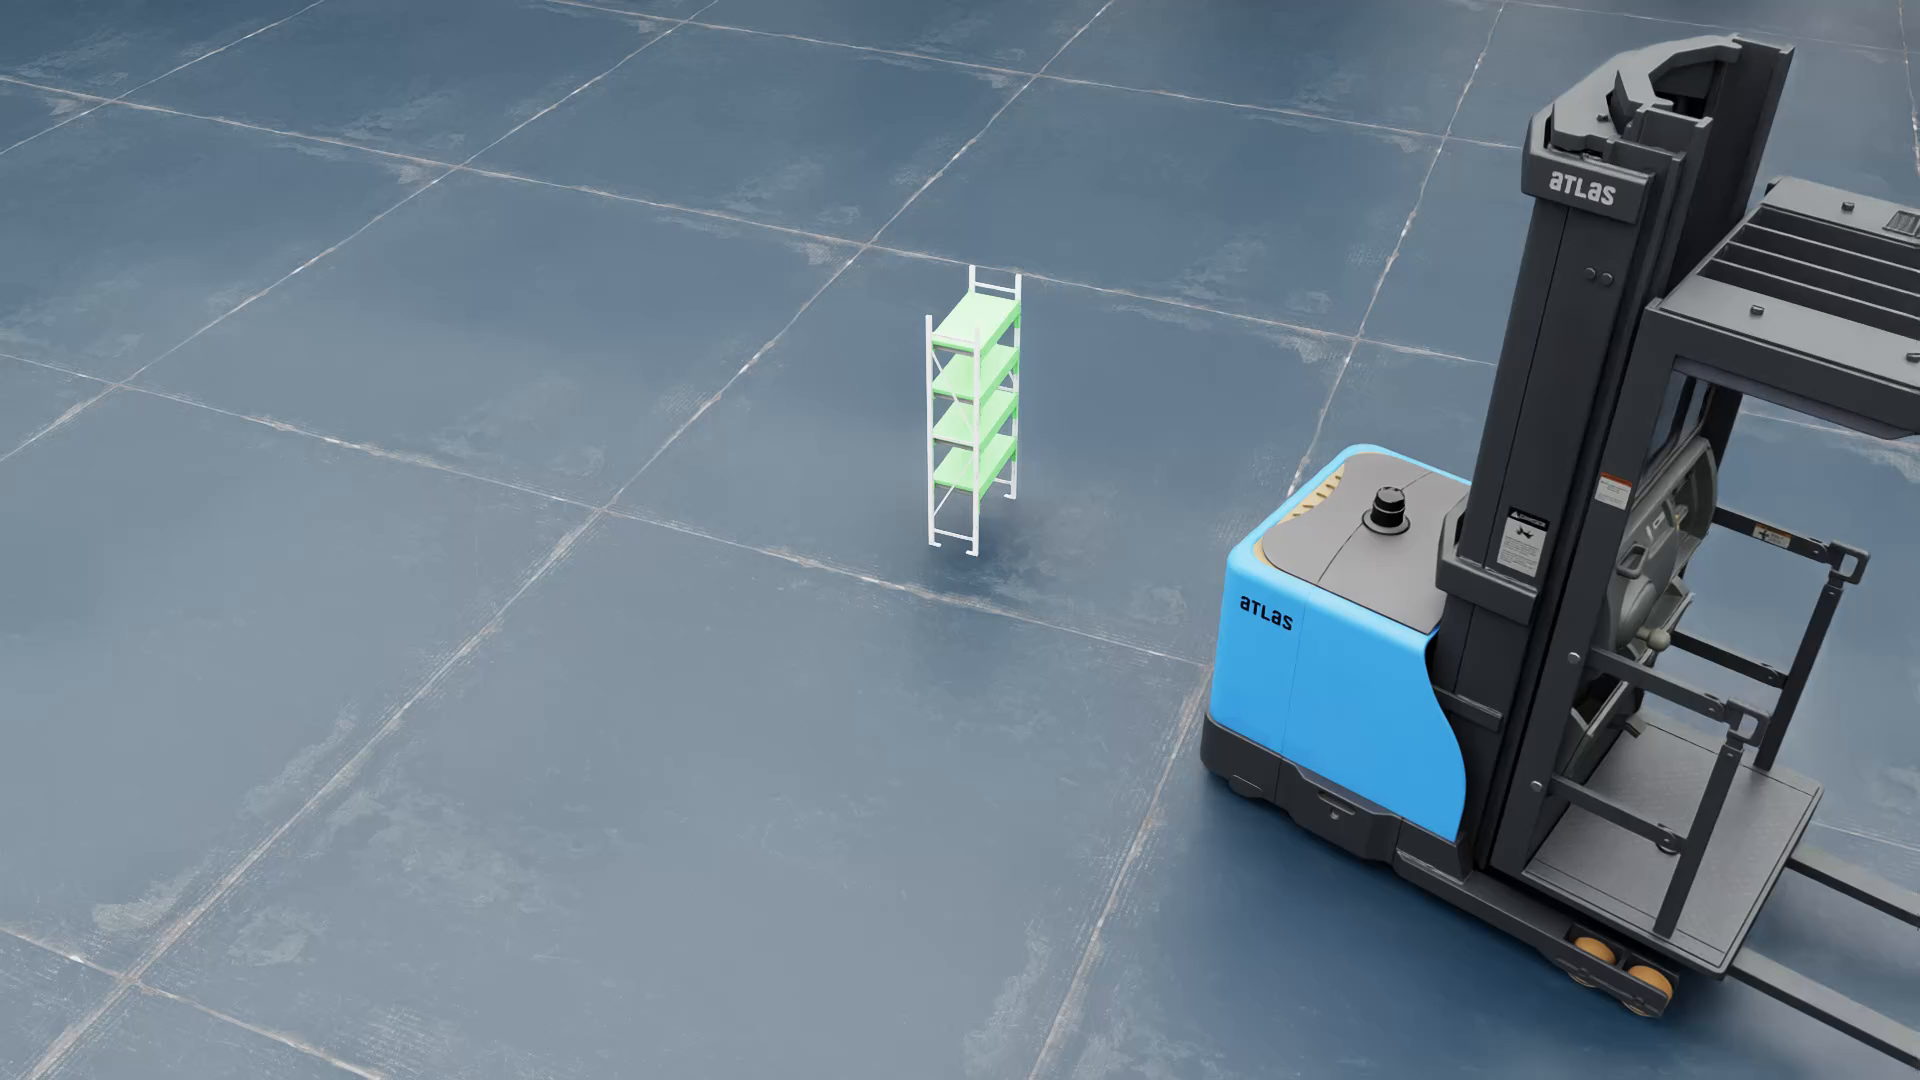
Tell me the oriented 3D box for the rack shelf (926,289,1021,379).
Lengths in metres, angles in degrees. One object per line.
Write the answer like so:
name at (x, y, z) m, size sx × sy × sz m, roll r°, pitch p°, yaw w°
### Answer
rack shelf at (0.063, -0.906, 7.264) m, size 0.258 × 0.148 × 0.480 m, roll 14°, pitch 39°, yaw 18°

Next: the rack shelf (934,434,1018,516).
rack shelf at (0.063, -0.329, 7.695) m, size 0.258 × 0.148 × 0.480 m, roll 14°, pitch 39°, yaw 18°

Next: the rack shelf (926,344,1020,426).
rack shelf at (0.063, -0.713, 7.408) m, size 0.258 × 0.148 × 0.480 m, roll 14°, pitch 39°, yaw 18°

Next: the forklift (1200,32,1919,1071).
forklift at (2.401, 0.067, 5.212) m, size 3.031 × 2.935 × 1.130 m, roll 26°, pitch 44°, yaw 30°

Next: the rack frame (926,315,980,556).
rack frame at (-0.030, -0.437, 7.333) m, size 0.240 × 1.200 × 0.015 m, roll 14°, pitch 39°, yaw 18°

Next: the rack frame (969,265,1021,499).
rack frame at (0.156, -0.707, 7.694) m, size 0.240 × 1.200 × 0.015 m, roll 14°, pitch 39°, yaw 18°

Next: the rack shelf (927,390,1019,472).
rack shelf at (0.063, -0.521, 7.552) m, size 0.258 × 0.148 × 0.480 m, roll 14°, pitch 39°, yaw 18°

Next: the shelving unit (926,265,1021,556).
shelving unit at (0.063, -0.572, 7.513) m, size 0.258 × 1.200 × 0.503 m, roll 14°, pitch 39°, yaw 18°
